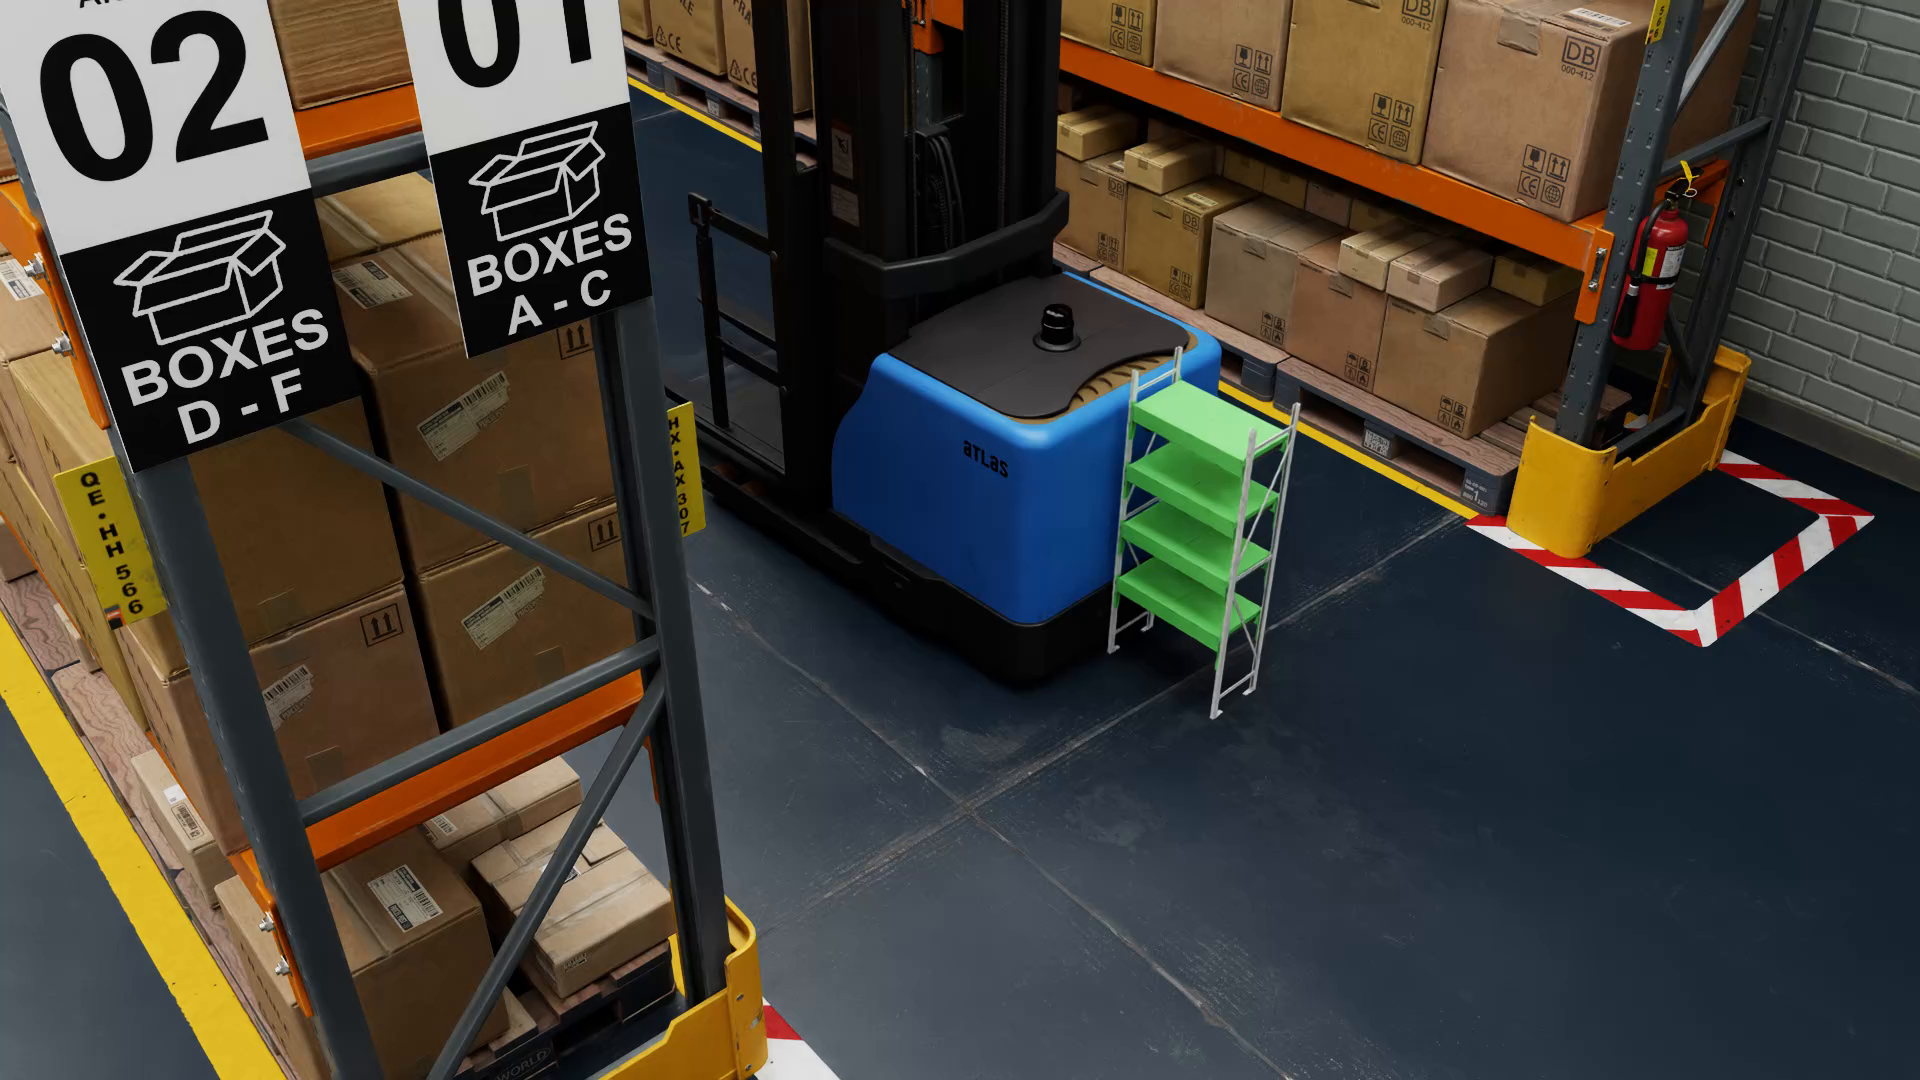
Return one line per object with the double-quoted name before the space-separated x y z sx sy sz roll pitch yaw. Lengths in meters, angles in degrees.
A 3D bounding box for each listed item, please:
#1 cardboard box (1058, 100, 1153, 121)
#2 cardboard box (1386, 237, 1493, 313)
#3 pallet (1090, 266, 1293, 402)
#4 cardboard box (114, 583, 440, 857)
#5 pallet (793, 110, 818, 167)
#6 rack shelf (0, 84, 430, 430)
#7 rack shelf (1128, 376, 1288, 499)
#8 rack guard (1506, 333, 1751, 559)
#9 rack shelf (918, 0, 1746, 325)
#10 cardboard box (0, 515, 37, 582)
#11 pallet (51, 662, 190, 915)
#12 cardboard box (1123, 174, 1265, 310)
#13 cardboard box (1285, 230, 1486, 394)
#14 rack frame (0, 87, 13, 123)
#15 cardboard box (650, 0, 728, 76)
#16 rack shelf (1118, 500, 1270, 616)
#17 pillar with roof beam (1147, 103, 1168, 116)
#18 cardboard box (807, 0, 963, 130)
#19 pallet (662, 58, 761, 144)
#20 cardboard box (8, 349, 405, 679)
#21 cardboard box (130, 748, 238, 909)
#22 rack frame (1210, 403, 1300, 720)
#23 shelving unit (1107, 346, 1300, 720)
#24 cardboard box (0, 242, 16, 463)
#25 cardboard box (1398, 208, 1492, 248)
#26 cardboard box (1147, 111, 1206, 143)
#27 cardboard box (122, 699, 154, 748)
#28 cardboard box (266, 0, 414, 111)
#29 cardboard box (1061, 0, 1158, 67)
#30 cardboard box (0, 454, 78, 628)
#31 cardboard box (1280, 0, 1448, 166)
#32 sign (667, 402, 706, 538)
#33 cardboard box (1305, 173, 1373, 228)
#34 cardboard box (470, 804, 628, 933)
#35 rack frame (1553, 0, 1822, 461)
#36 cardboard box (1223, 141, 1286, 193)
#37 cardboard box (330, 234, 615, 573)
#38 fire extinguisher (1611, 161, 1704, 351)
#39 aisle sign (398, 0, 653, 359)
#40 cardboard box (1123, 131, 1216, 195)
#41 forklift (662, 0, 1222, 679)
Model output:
"cardboard box" 0.582 -1.986 8.758 0.700 0.500 0.500 -25 43 -31
"cardboard box" 2.008 -1.114 6.965 0.380 0.149 0.250 -27 43 -32
"pallet" 1.400 -1.161 8.207 1.003 0.211 1.213 -26 43 -32
"cardboard box" -1.520 0.275 3.680 0.500 0.500 0.500 -25 42 -30
"pallet" -0.378 -2.378 9.925 1.003 0.211 1.213 -26 43 -32
"rack shelf" -2.314 -1.401 4.161 1.077 0.370 4.000 -26 43 -32
"rack shelf" 0.819 -0.344 5.468 0.258 0.148 0.480 -29 46 -34
"rack guard" 2.774 -0.406 6.891 1.175 0.500 0.348 -26 43 -32
"rack shelf" 1.468 -2.027 7.639 1.077 0.370 4.000 -26 43 -32
"cardboard box" -3.499 -0.170 6.341 0.500 0.311 0.500 -26 43 -32
"pallet" -2.370 0.627 5.683 1.003 0.211 1.213 -26 43 -32
"cardboard box" 1.233 -1.536 8.122 0.700 0.500 0.500 -25 42 -31
"cardboard box" 1.908 -1.081 7.481 0.700 0.500 0.500 -26 43 -32
"rack frame" -1.023 -2.036 1.839 1.000 3.000 0.127 -26 43 -32
"cardboard box" -1.469 -3.501 10.594 0.750 0.750 0.750 -26 43 -32
"rack shelf" 0.812 0.044 5.752 0.258 0.148 0.480 -29 46 -34
"pillar with roof beam" -1.999 -4.059 4.696 9.100 9.000 0.400 -26 43 -32
"cardboard box" -0.341 -2.736 9.514 0.750 0.750 0.750 -25 43 -31
"pallet" -1.170 -2.917 10.686 1.003 0.211 1.213 -26 43 -32
"cardboard box" -1.520 -0.131 3.388 0.500 0.500 0.500 -26 43 -32
"cardboard box" -2.152 0.776 5.058 0.500 0.250 0.500 -26 43 -32
"rack frame" 0.981 0.098 5.573 0.240 1.200 0.015 -29 46 -34
"shelving unit" 0.813 -0.008 5.714 0.258 1.200 0.503 -29 46 -34
"cardboard box" -2.185 -0.581 4.023 0.500 0.500 0.500 -25 42 -31
"cardboard box" 2.136 -1.368 7.324 0.380 0.149 0.250 -26 43 -32
"cardboard box" 1.152 -2.041 8.275 0.380 0.149 0.250 -28 44 -33
"cardboard box" -2.388 0.313 5.492 0.797 0.503 0.637 -26 43 -32
"cardboard box" -1.160 -1.072 3.203 0.500 0.250 0.500 -26 43 -32
"cardboard box" 0.982 -2.756 7.786 0.980 0.700 0.700 -27 43 -33
"cardboard box" -2.175 -0.175 4.315 0.500 0.500 0.500 -26 43 -31
"cardboard box" 1.944 -2.098 6.858 0.980 0.700 0.700 -26 43 -32
"sign" -0.609 -0.144 3.608 0.100 0.325 0.005 -26 43 -32
"cardboard box" 1.811 -1.590 7.638 0.380 0.149 0.250 -25 42 -31
"cardboard box" -1.192 0.965 4.862 0.380 0.166 0.250 -26 43 -32
"rack frame" 2.759 -1.437 6.184 1.000 3.000 0.127 -26 43 -32
"cardboard box" 1.482 -1.815 7.956 0.380 0.149 0.250 -27 43 -33
"cardboard box" -1.108 -0.331 3.670 0.500 0.500 0.500 -25 42 -30
"fire extinguisher" 2.503 -1.015 5.977 0.296 0.674 0.183 -26 43 -32
"aisle sign" -0.755 -0.728 2.934 0.394 0.787 0.004 -26 43 -32
"cardboard box" 1.000 -1.801 7.936 0.380 0.149 0.250 -27 44 -33
"forklift" -0.432 -1.457 6.271 1.130 2.935 3.031 -29 44 -34
